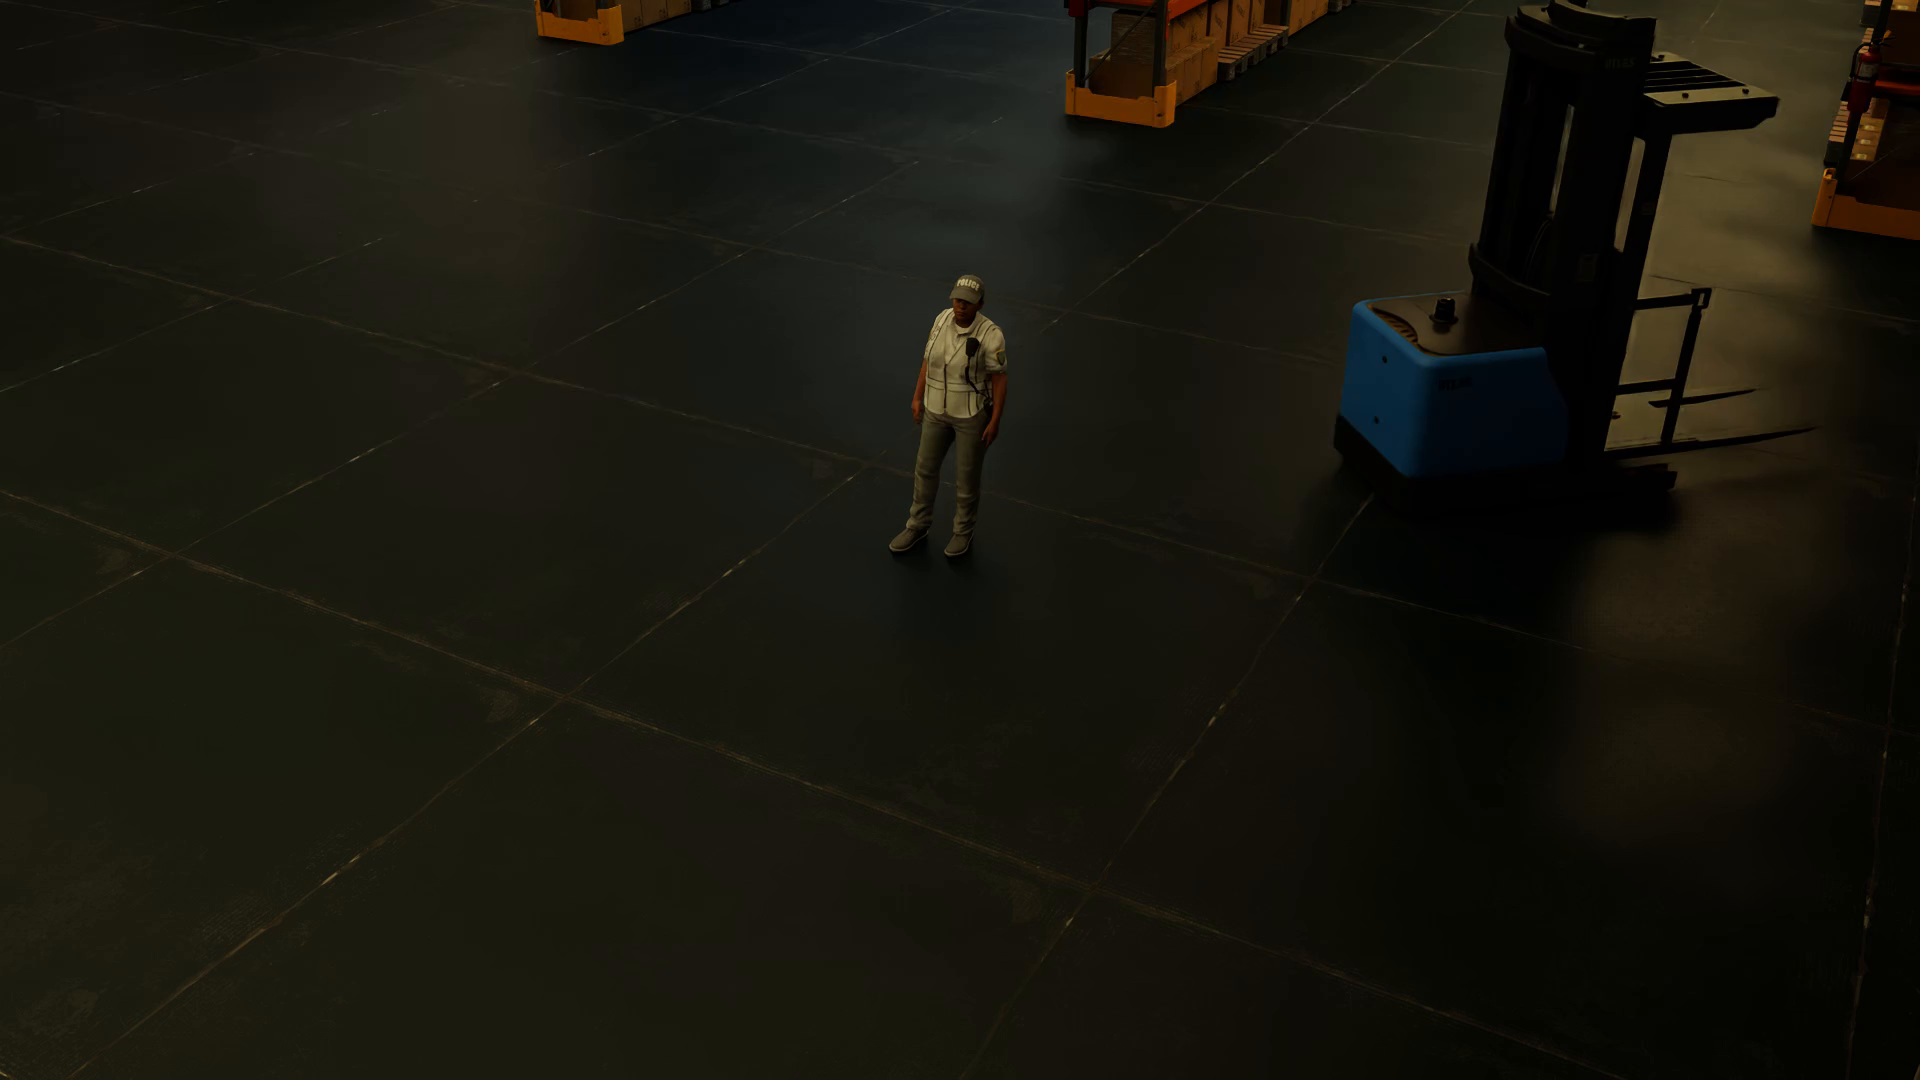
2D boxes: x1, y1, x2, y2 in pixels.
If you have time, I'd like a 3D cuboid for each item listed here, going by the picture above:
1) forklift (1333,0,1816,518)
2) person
[{"bbox_3d":[4.028,-1.791,10.175,3.031,2.935,1.130,-7,31,-12],"label":"forklift"},{"bbox_3d":[-0.057,-0.700,9.534,0.599,1.670,0.529,15,33,25],"label":"person"}]
